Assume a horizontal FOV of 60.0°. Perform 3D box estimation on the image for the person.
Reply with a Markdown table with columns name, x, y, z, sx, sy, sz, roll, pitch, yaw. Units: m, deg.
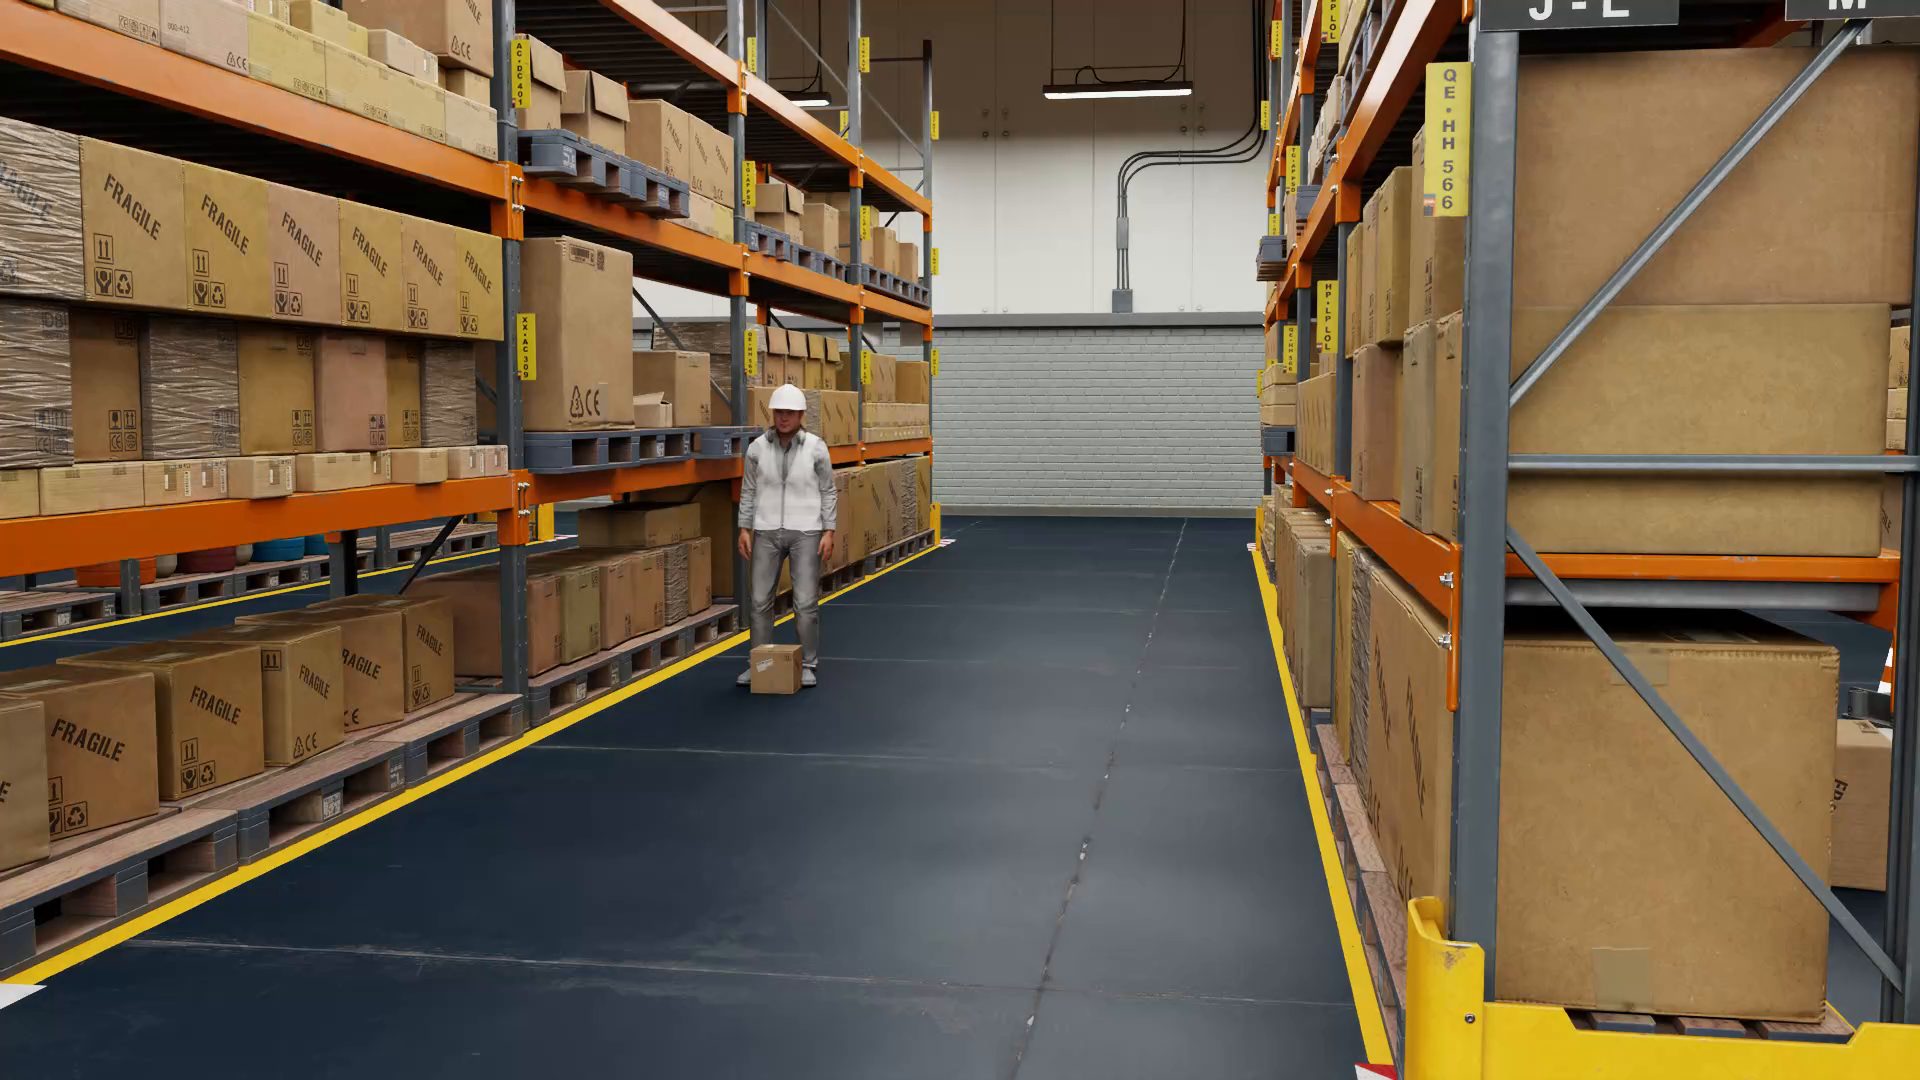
| name | x | y | z | sx | sy | sz | roll | pitch | yaw |
| --- | --- | --- | --- | --- | --- | --- | --- | --- | --- |
| person | -1.023 | -0.031 | 9.845 | 0.592 | 1.773 | 0.457 | 0 | 4 | 6 |
